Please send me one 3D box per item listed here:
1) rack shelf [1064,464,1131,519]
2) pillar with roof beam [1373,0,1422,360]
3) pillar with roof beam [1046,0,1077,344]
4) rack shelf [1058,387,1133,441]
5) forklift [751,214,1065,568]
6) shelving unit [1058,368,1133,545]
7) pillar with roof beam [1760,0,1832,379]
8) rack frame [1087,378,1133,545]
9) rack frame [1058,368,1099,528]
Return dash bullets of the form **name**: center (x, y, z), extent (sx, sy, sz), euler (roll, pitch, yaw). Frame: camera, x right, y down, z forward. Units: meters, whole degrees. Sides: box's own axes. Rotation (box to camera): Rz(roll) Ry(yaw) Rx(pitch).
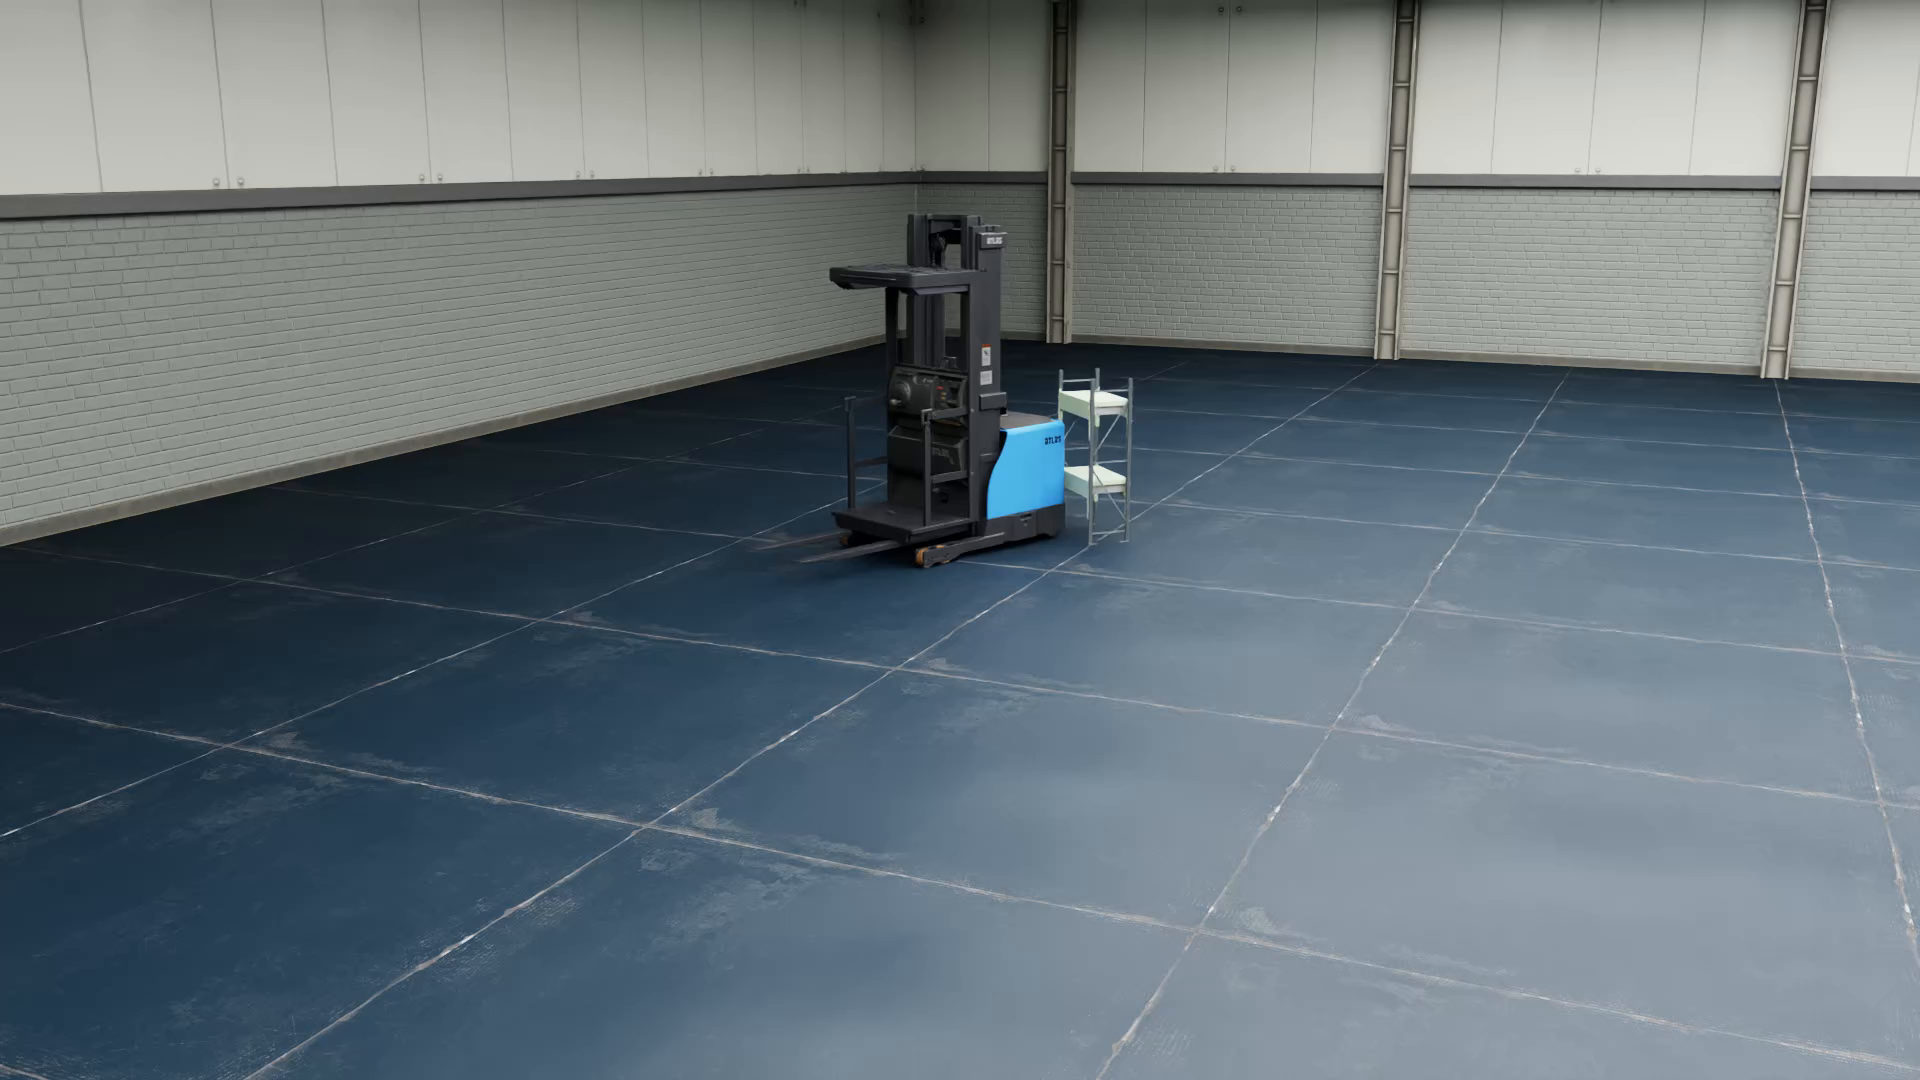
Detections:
- **rack shelf**: center (1.227, -0.461, 15.357), extent (0.431, 0.370, 0.720), euler (-5, 14, -19)
- **pillar with roof beam**: center (5.582, -6.600, 23.679), extent (0.400, 9.000, 9.100), euler (6, 14, 23)
- **pillar with roof beam**: center (0.096, -7.155, 26.045), extent (0.548, 9.000, 9.100), euler (6, 14, 23)
- **rack shelf**: center (1.227, -1.158, 15.194), extent (0.431, 0.370, 0.720), euler (-5, 14, -19)
- **forklift**: center (-0.436, -1.321, 14.462), extent (3.031, 2.935, 1.130), euler (-12, 18, -43)
- **shelving unit**: center (1.227, -0.778, 15.283), extent (0.431, 1.500, 0.755), euler (-5, 14, -19)
- **pillar with roof beam**: center (11.067, -6.045, 21.313), extent (0.400, 9.000, 9.100), euler (6, 14, 23)
- **rack frame**: center (1.347, -0.699, 14.946), extent (0.400, 1.500, 0.023), euler (-5, 14, -19)
- **rack frame**: center (1.108, -0.857, 15.620), extent (0.400, 1.500, 0.023), euler (-5, 14, -19)
